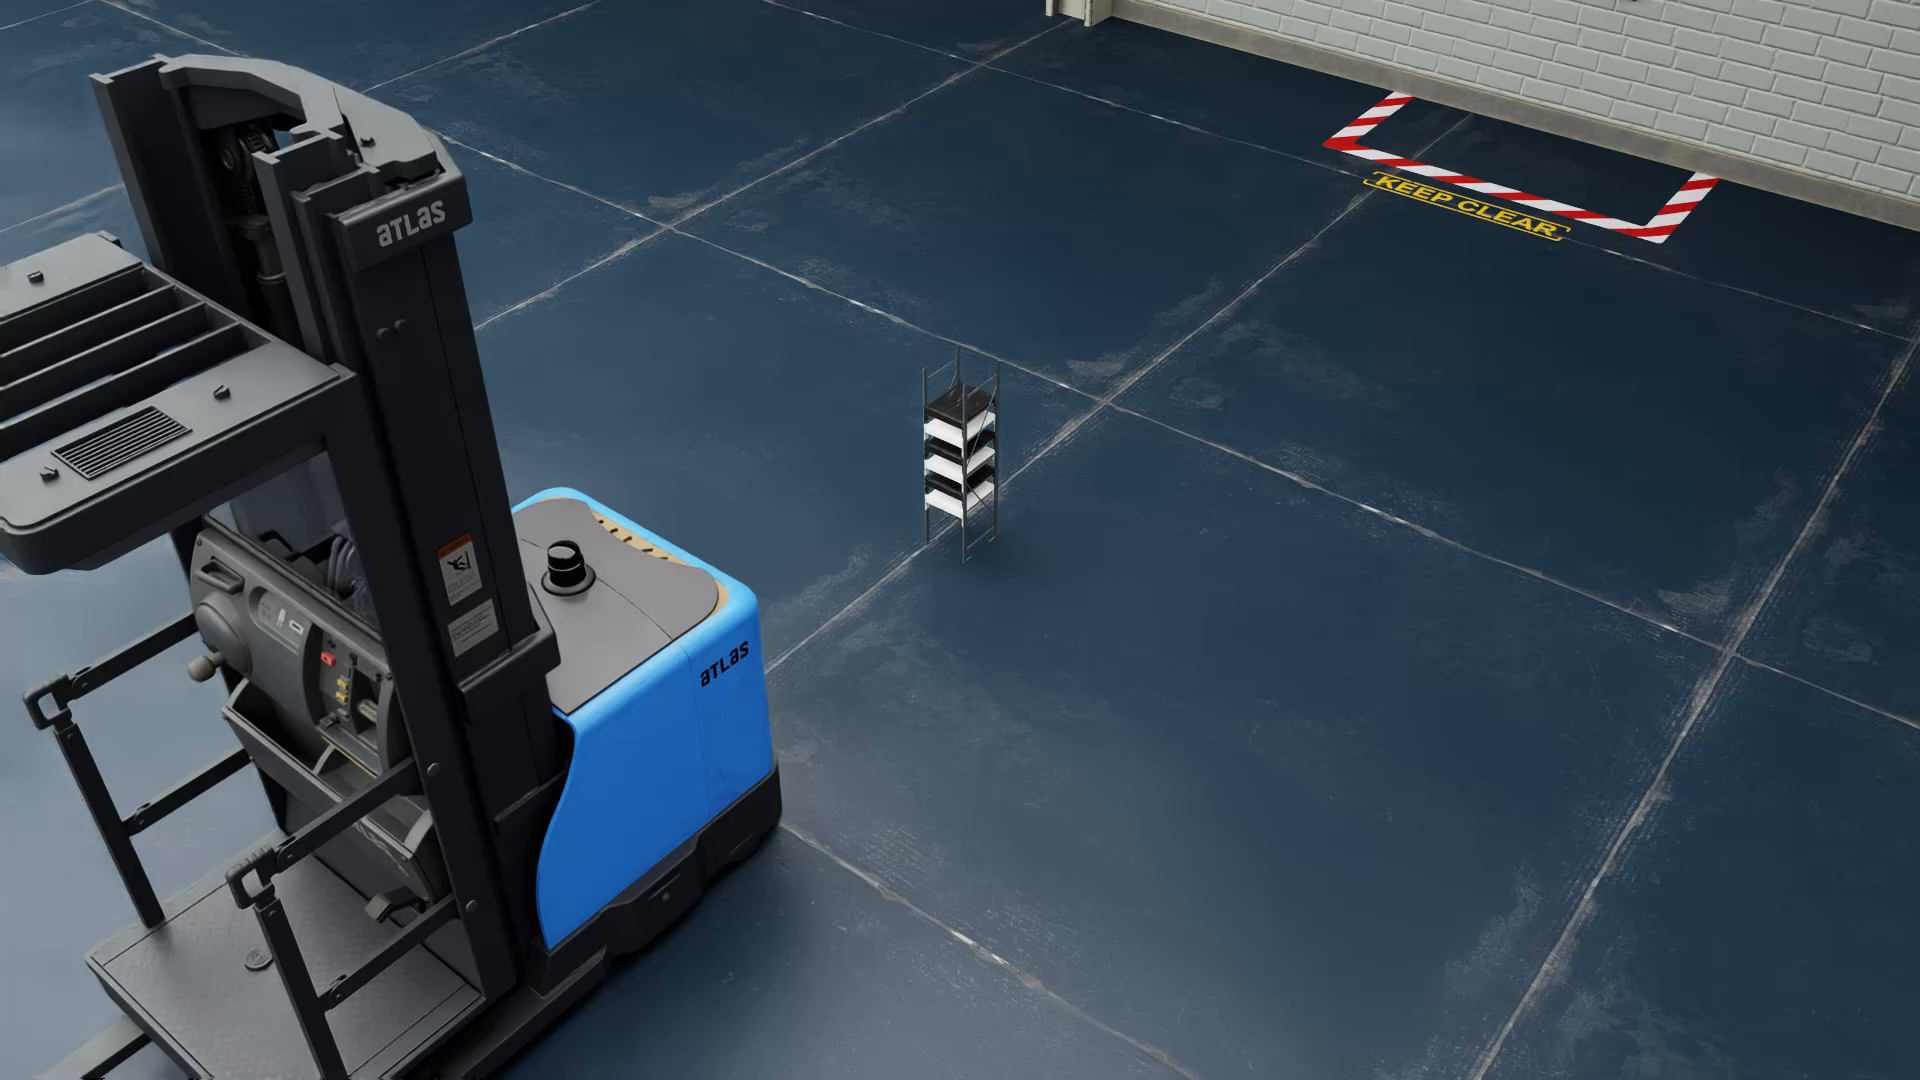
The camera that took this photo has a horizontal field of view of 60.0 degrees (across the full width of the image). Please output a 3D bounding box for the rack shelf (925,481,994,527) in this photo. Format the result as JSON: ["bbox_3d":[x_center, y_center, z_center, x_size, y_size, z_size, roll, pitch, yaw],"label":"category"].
[{"bbox_3d":[0.006,-0.183,7.100,0.200,0.077,0.258,25,45,29],"label":"rack shelf"}]

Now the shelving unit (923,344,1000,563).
[{"bbox_3d":[0.006,-0.351,6.969,0.210,0.900,0.258,25,45,29],"label":"shelving unit"}]

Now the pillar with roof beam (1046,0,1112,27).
[{"bbox_3d":[-1.742,-5.278,6.691,0.400,9.000,9.100,25,45,29],"label":"pillar with roof beam"}]

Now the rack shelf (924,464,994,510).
[{"bbox_3d":[0.006,-0.254,7.045,0.200,0.077,0.258,25,45,29],"label":"rack shelf"}]

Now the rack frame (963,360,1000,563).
[{"bbox_3d":[0.087,-0.313,6.920,0.006,0.900,0.240,25,45,29],"label":"rack frame"}]

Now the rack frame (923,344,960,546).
[{"bbox_3d":[-0.074,-0.389,7.017,0.006,0.900,0.240,25,45,29],"label":"rack frame"}]

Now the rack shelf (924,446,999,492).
[{"bbox_3d":[0.006,-0.325,6.989,0.200,0.077,0.258,25,45,29],"label":"rack shelf"}]

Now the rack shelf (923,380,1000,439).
[{"bbox_3d":[0.006,-0.538,6.823,0.200,0.077,0.258,25,45,29],"label":"rack shelf"}]

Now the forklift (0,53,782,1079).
[{"bbox_3d":[-1.950,0.375,4.393,1.130,2.935,3.031,27,45,30],"label":"forklift"}]

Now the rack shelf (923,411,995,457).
[{"bbox_3d":[0.006,-0.467,6.878,0.200,0.077,0.258,25,45,29],"label":"rack shelf"}]

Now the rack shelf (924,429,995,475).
[{"bbox_3d":[0.006,-0.396,6.934,0.200,0.077,0.258,25,45,29],"label":"rack shelf"}]
